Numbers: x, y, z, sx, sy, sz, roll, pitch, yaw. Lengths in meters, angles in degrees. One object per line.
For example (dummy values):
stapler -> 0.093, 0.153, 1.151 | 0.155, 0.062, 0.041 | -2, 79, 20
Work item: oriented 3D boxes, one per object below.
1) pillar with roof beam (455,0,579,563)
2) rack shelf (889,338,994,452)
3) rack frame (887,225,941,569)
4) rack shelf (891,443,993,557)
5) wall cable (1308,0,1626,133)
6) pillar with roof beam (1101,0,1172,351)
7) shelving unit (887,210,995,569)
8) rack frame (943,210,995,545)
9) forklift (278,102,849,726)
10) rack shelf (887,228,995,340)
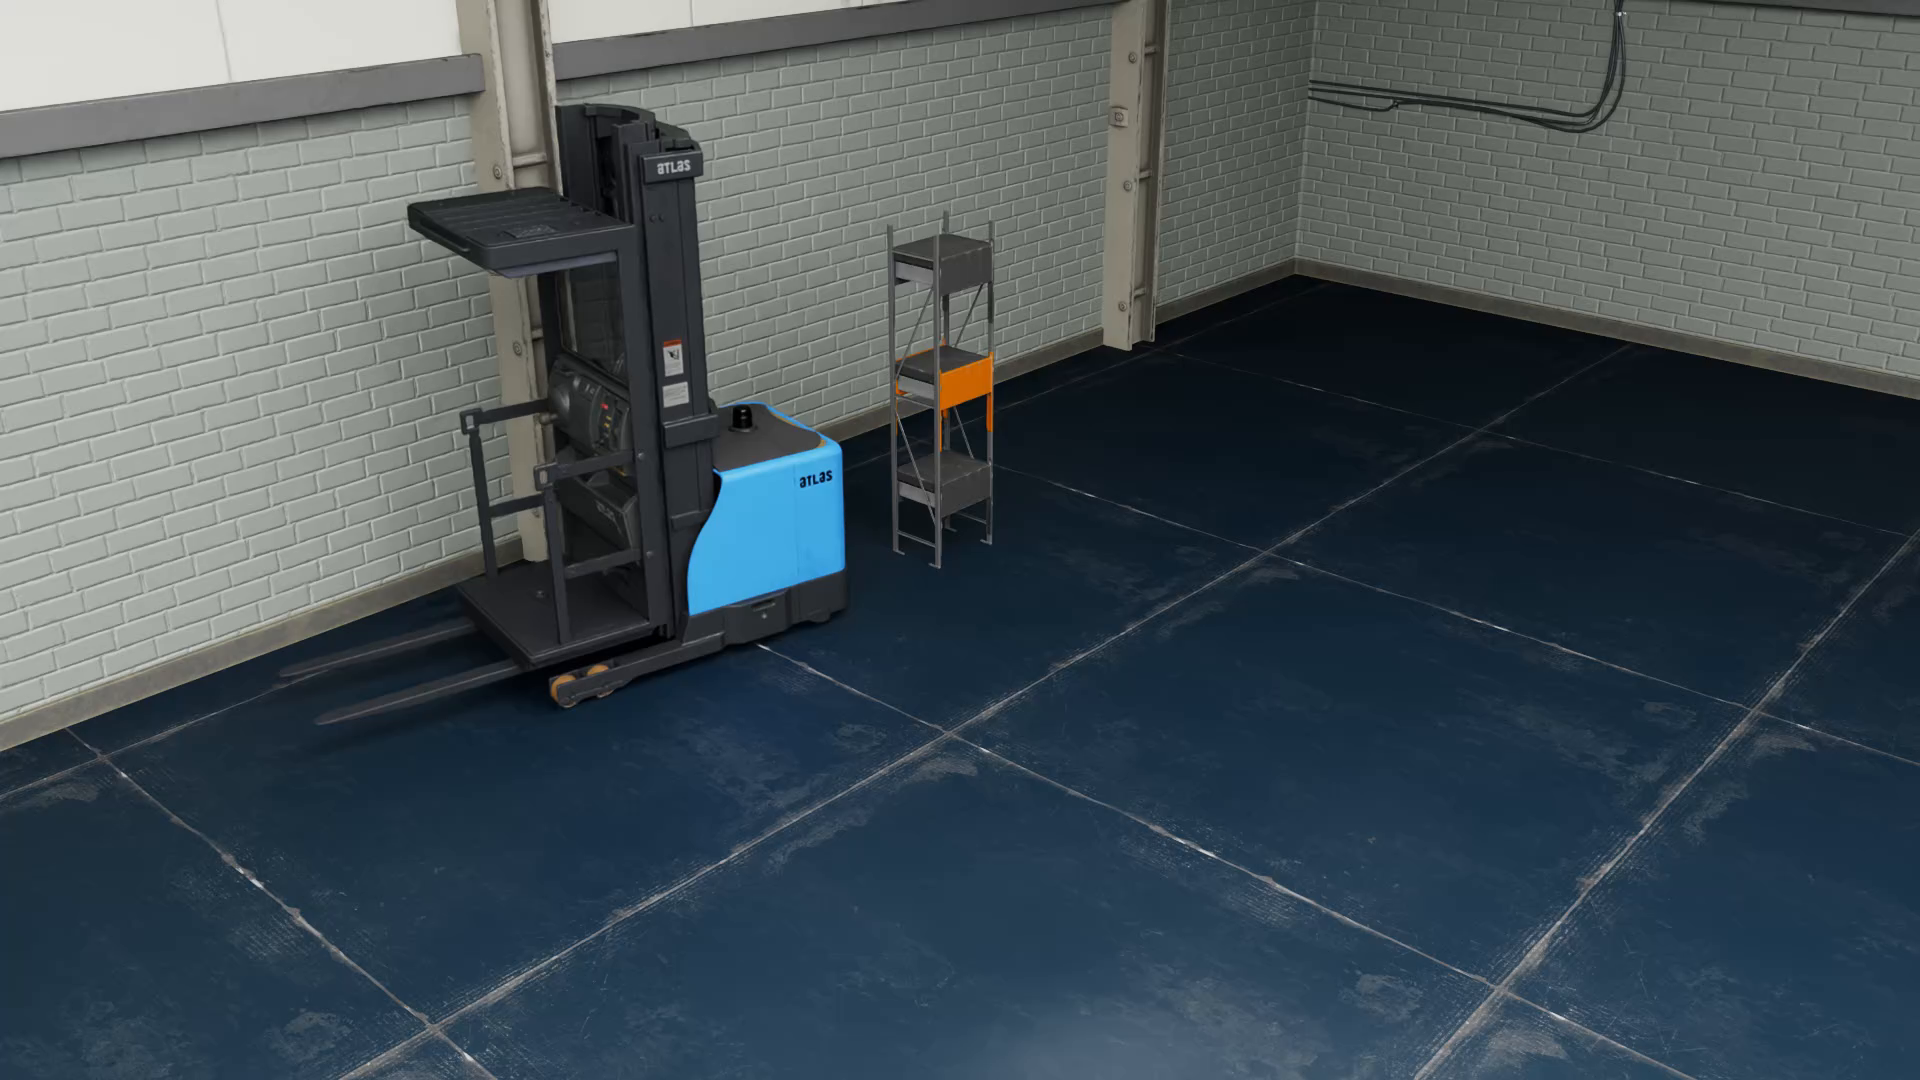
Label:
pillar with roof beam -> 0.676, -2.844, 6.094 | 9.100, 9.000, 0.400 | 20, 31, 38
rack shelf -> -0.110, -0.895, 10.214 | 0.431, 0.518, 0.480 | 20, 31, 38
rack frame -> -0.273, -0.833, 10.042 | 0.400, 2.100, 0.015 | 20, 31, 38
rack shelf -> -0.110, -0.256, 10.500 | 0.431, 0.518, 0.480 | 20, 31, 38
wall cable -> 4.425, -4.967, 14.625 | 3.097, 2.526, 0.112 | 20, 31, 38
pillar with roof beam -> 4.680, -4.672, 10.171 | 9.100, 9.000, 0.400 | 20, 31, 38
shelving unit -> -0.110, -0.908, 10.208 | 0.431, 2.100, 0.503 | 20, 31, 38
rack frame -> 0.052, -0.982, 10.374 | 0.400, 2.100, 0.015 | 20, 31, 38
forklift -> -2.139, -0.699, 8.727 | 3.031, 2.935, 1.130 | -17, 29, -33
rack shelf -> -0.110, -1.534, 9.927 | 0.431, 0.518, 0.480 | 20, 31, 38
